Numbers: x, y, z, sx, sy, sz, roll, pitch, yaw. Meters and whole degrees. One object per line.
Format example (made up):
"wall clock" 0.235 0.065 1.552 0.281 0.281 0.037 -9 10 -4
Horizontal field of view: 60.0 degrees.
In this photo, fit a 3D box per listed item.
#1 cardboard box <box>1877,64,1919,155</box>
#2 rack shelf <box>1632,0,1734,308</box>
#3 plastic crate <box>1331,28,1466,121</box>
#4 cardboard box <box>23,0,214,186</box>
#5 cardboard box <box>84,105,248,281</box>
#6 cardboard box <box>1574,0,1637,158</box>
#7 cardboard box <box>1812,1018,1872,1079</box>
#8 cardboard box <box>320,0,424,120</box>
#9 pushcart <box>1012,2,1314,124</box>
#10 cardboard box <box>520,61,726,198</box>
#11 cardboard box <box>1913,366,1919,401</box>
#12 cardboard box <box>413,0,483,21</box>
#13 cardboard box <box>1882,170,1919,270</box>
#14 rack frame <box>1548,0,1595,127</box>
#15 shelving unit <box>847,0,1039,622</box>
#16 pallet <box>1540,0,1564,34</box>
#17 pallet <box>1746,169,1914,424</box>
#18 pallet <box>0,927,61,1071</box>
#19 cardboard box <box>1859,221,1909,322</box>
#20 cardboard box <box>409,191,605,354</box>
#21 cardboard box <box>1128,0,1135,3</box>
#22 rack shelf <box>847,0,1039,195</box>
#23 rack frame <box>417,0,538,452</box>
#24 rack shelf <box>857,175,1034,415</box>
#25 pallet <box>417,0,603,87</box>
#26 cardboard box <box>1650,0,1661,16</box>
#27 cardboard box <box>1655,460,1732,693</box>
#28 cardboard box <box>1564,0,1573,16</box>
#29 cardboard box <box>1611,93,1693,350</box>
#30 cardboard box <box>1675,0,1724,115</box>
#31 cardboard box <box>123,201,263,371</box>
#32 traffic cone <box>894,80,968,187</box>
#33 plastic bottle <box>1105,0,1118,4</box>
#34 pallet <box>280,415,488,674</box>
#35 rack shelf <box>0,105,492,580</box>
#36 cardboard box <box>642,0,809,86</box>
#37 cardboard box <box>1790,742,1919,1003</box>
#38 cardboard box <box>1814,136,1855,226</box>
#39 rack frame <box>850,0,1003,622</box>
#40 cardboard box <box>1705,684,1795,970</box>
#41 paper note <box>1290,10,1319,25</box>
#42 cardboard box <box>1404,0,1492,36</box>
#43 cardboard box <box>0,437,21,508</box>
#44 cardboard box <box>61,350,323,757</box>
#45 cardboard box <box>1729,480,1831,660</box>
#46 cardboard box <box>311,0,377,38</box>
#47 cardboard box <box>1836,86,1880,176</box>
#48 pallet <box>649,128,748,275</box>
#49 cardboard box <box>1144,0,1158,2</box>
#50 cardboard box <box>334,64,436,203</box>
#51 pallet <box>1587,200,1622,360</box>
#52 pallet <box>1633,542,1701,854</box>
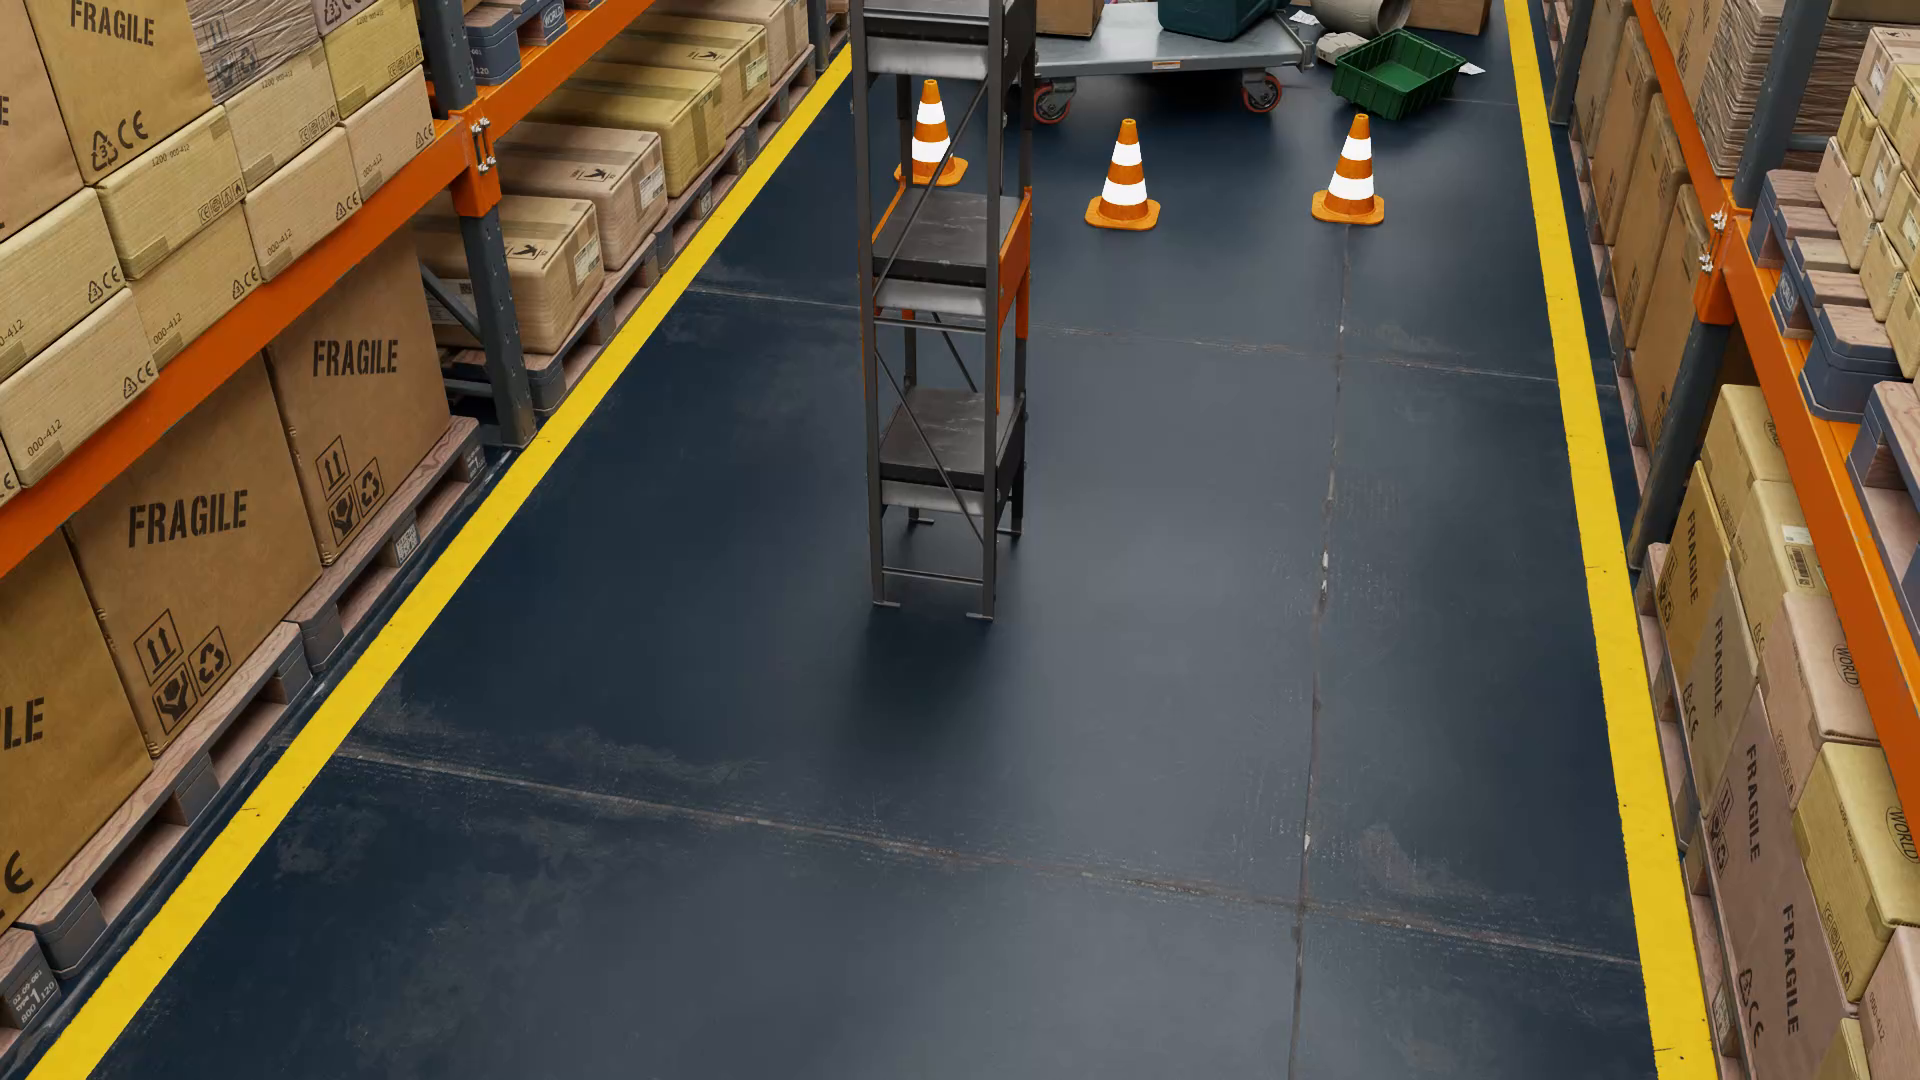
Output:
"cardboard box" 2.414 -0.995 3.916 0.380 0.149 0.250 6 36 9
"rack shelf" 3.184 -1.936 6.478 1.077 0.370 4.000 7 37 10
"plastic crate" 2.368 -2.523 9.022 0.450 0.188 0.662 36 48 26
"cardboard box" -2.170 -1.180 3.885 0.500 0.500 0.500 7 37 10
"cardboard box" -2.151 -0.885 4.117 0.500 0.250 0.500 6 36 9
"cardboard box" 3.566 -2.266 7.880 1.050 0.750 0.750 7 37 10
"cardboard box" 1.924 1.304 3.166 0.500 0.500 0.500 6 36 9
"cardboard box" -1.956 -1.476 4.932 0.500 0.250 0.500 7 37 10
"pushcart" 0.991 -2.618 9.040 1.648 0.377 0.936 -5 36 -6
"cardboard box" -1.653 -1.930 7.739 0.950 0.372 0.625 8 37 12
"cardboard box" 2.238 -0.302 3.466 0.380 0.149 0.250 8 37 11
"cardboard box" -1.850 -1.875 5.637 0.380 0.149 0.250 5 36 7
"cardboard box" 2.347 -0.709 3.774 0.380 0.149 0.250 6 36 9
"rack frame" 3.611 -3.374 7.849 1.000 3.000 0.127 7 37 10
"shelving unit" -0.035 -0.755 5.003 0.431 2.100 0.503 7 37 10
"pallet" 4.108 -3.373 10.224 1.003 0.211 1.213 7 37 10
"pallet" 2.708 -0.581 4.159 1.213 0.211 1.003 7 37 10
"pallet" -2.864 1.327 3.739 1.003 0.211 1.213 7 37 10
"cardboard box" 2.349 -0.609 3.891 0.380 0.149 0.250 9 37 12
"cardboard box" -1.970 -1.072 6.555 0.950 0.372 0.625 5 36 7
"cardboard box" 1.024 -3.028 9.701 0.258 0.266 0.396 -17 39 -22
"rack shelf" -0.035 -1.311 4.600 0.431 0.518 0.480 7 37 10
"rack frame" -2.101 -1.643 5.461 1.000 3.000 0.127 7 37 10
"rack shelf" -0.035 -0.744 5.011 0.431 0.518 0.480 7 37 10
"pallet" -2.053 -1.988 6.100 1.213 0.211 1.003 7 37 10
"cardboard box" 2.910 -2.280 6.255 0.500 0.500 0.500 8 37 11
"cardboard box" 2.356 0.135 4.780 0.500 0.500 0.500 6 36 8
"cardboard box" 4.002 -3.553 9.549 0.875 0.875 0.875 8 37 10
"cardboard box" 3.158 -1.179 6.381 1.050 0.750 0.750 8 37 11
"cardboard box" 2.698 -1.699 5.453 0.500 0.500 0.500 7 37 10
"cardboard box" -2.172 -0.679 4.258 0.500 0.250 0.500 7 37 9
"traffic cone" -0.144 -2.023 8.147 0.336 0.463 0.334 7 37 10
"plastic bottle" 0.861 -3.252 10.184 0.133 0.061 0.283 14 38 18
"pallet" -2.343 -0.072 5.669 1.003 0.211 1.213 7 37 10
"rack shelf" -2.528 -0.206 4.091 1.077 0.370 4.000 7 37 10
"cardboard box" -1.356 -2.742 8.858 0.950 0.372 0.625 8 37 11
"cardboard box" 2.036 0.694 3.369 0.500 0.250 0.500 6 36 8
"cardboard box" 2.464 -0.918 4.317 0.380 0.149 0.250 7 36 9
"rack frame" -0.087 -0.615 4.810 0.400 2.100 0.015 7 37 10
"cardboard box" 2.147 0.718 3.975 0.500 0.500 0.500 6 36 9
"paper note" 2.113 -3.177 10.114 0.172 0.023 0.155 20 41 26
"cardboard box" 2.940 -3.382 9.988 0.500 0.500 0.500 14 38 18
"cardboard box" -2.369 -0.097 3.456 0.500 0.250 0.500 7 37 10
"cardboard box" -2.524 -0.057 4.725 0.875 0.875 0.875 8 37 11
"cardboard box" 2.264 0.113 4.171 0.500 0.250 0.500 7 37 9
"cardboard box" -1.956 -1.760 4.684 0.500 0.500 0.500 6 36 9
"cardboard box" 2.457 -1.018 4.201 0.380 0.149 0.250 9 37 12
"pallet" -1.670 -1.659 7.860 1.003 0.211 1.213 7 37 10
"cardboard box" 1.514 -3.412 9.914 0.797 0.637 0.503 7 37 10
"cardboard box" -1.955 -1.260 5.061 0.500 0.250 0.500 6 36 8
"pallet" 3.261 -1.092 7.076 1.003 0.211 1.213 7 37 10
"pallet" 2.588 0.496 4.886 1.003 0.211 1.213 7 37 10
